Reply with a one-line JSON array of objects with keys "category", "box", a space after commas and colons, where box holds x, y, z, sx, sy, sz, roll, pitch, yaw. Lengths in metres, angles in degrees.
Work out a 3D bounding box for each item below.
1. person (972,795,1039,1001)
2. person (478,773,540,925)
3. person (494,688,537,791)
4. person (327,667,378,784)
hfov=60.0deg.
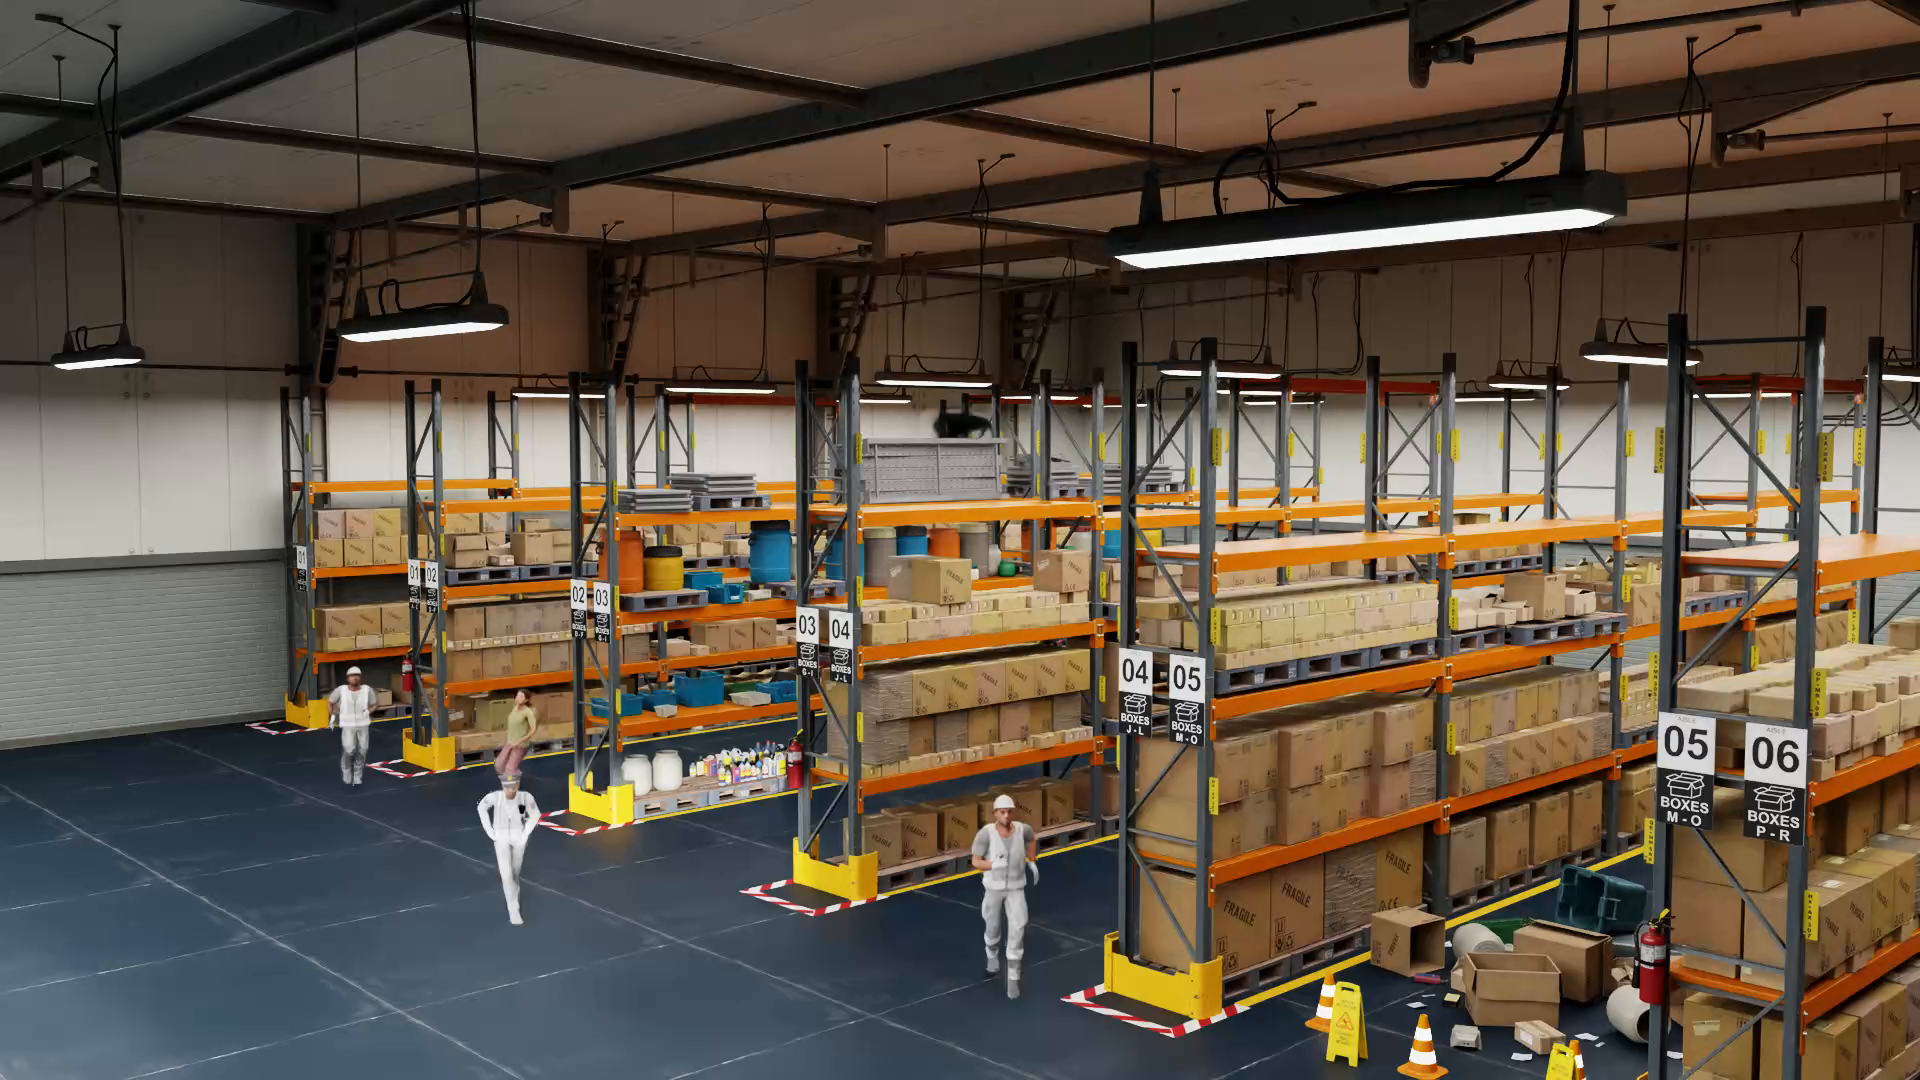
[{"category": "person", "box": [0.421, 3.274, 15.514, 0.654, 1.845, 0.868, 0, 4, -7]}, {"category": "person", "box": [-4.844, 3.246, 17.898, 0.646, 1.626, 0.966, -1, 4, -13]}, {"category": "person", "box": [-6.220, 2.874, 23.295, 0.613, 1.596, 0.517, 2, 4, 31]}, {"category": "person", "box": [-8.841, 2.723, 24.286, 0.670, 1.739, 0.636, -2, 4, -30]}]
